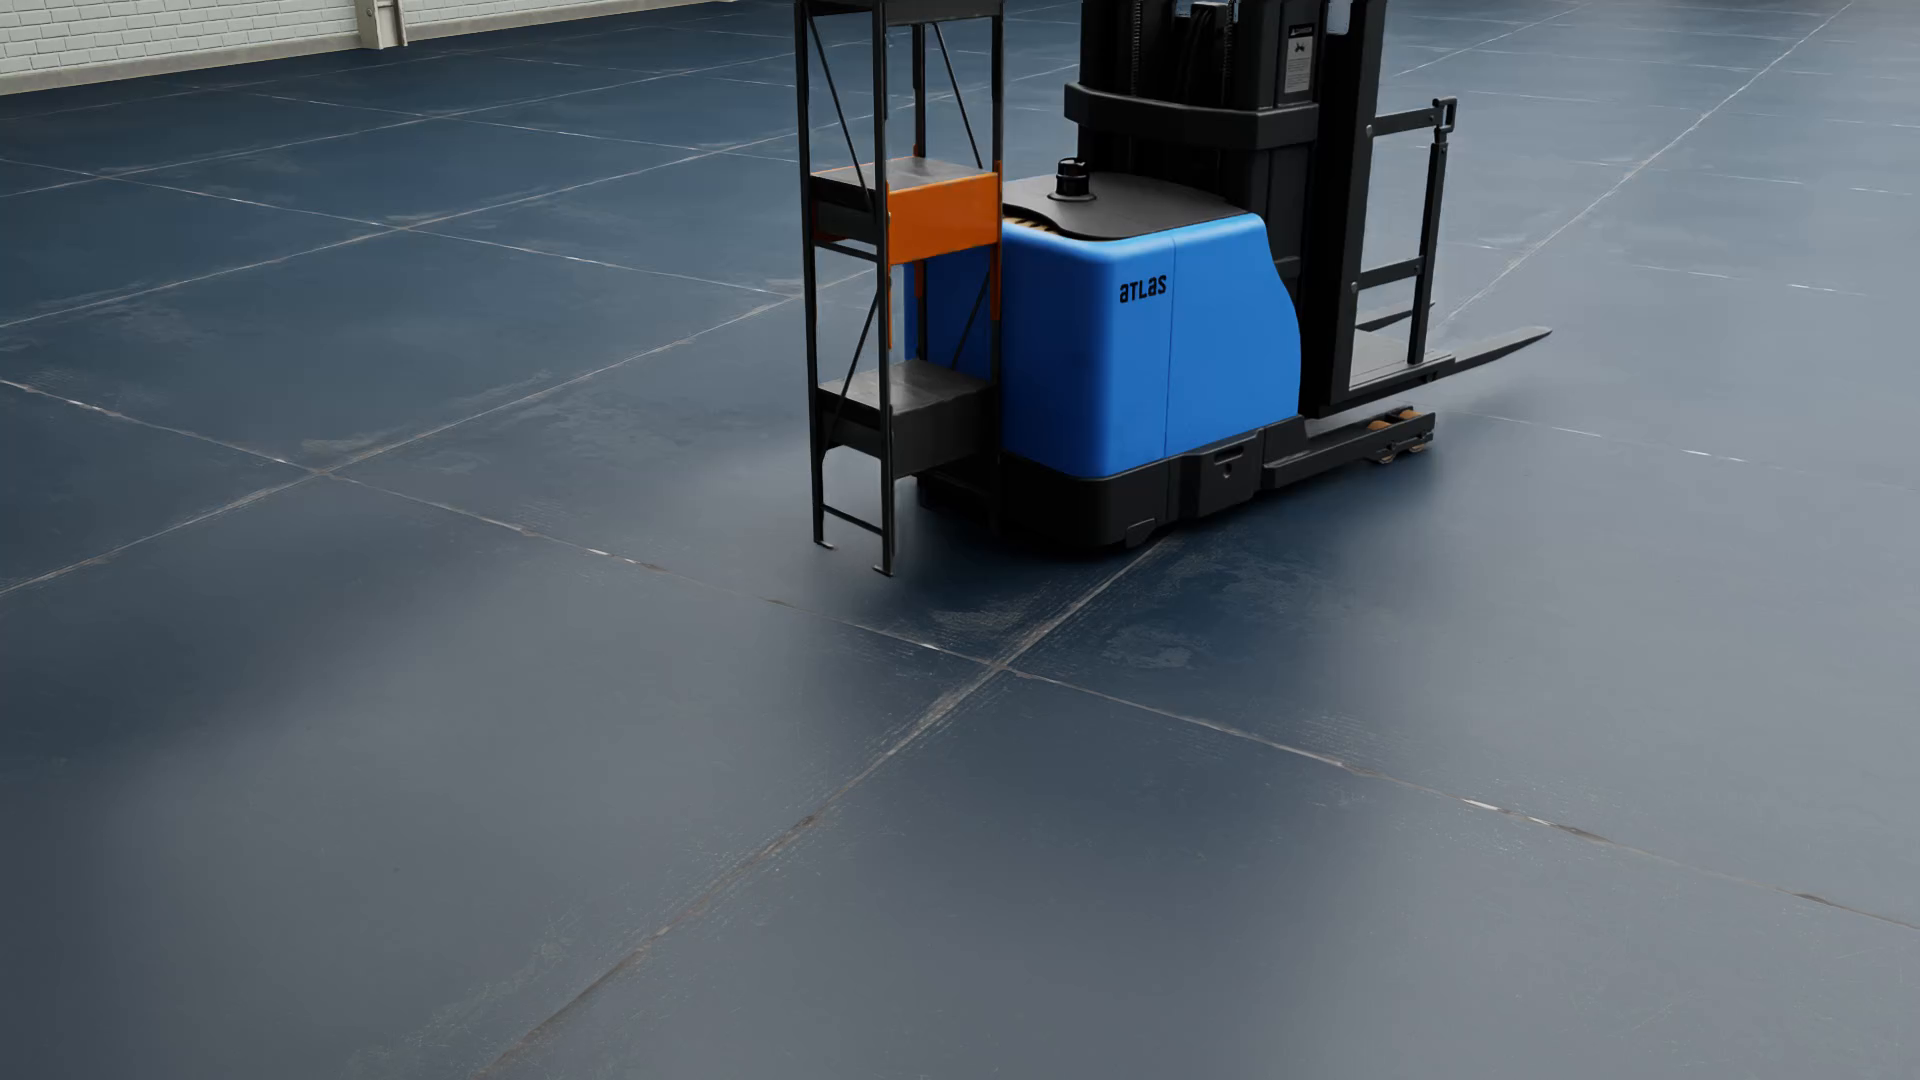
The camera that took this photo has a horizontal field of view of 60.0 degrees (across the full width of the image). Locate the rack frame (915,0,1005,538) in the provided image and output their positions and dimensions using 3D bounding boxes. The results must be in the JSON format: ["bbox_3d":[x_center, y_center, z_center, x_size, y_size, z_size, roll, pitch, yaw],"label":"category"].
[{"bbox_3d":[-0.005,-1.032,5.491,0.015,2.100,0.400,-20,31,-39],"label":"rack frame"}]

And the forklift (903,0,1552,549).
[{"bbox_3d":[1.238,-1.782,6.177,3.031,2.935,1.130,-18,29,-36],"label":"forklift"}]

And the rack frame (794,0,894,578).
[{"bbox_3d":[-0.361,-0.899,5.184,0.015,2.100,0.400,-20,31,-39],"label":"rack frame"}]

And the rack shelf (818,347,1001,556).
[{"bbox_3d":[-0.183,-0.311,5.621,0.480,0.518,0.431,-20,31,-39],"label":"rack shelf"}]

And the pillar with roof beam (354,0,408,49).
[{"bbox_3d":[-2.675,-8.655,14.416,9.100,9.000,0.400,14,27,29],"label":"pillar with roof beam"}]

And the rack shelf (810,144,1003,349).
[{"bbox_3d":[-0.183,-0.953,5.343,0.480,0.518,0.431,-20,31,-39],"label":"rack shelf"}]

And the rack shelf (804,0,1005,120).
[{"bbox_3d":[-0.183,-1.596,5.065,0.480,0.518,0.431,-20,31,-39],"label":"rack shelf"}]

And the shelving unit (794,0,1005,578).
[{"bbox_3d":[-0.183,-0.966,5.338,0.503,2.100,0.431,-20,31,-39],"label":"shelving unit"}]

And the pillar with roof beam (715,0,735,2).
[{"bbox_3d":[0.490,-10.680,19.094,9.100,9.000,0.400,14,27,29],"label":"pillar with roof beam"}]
